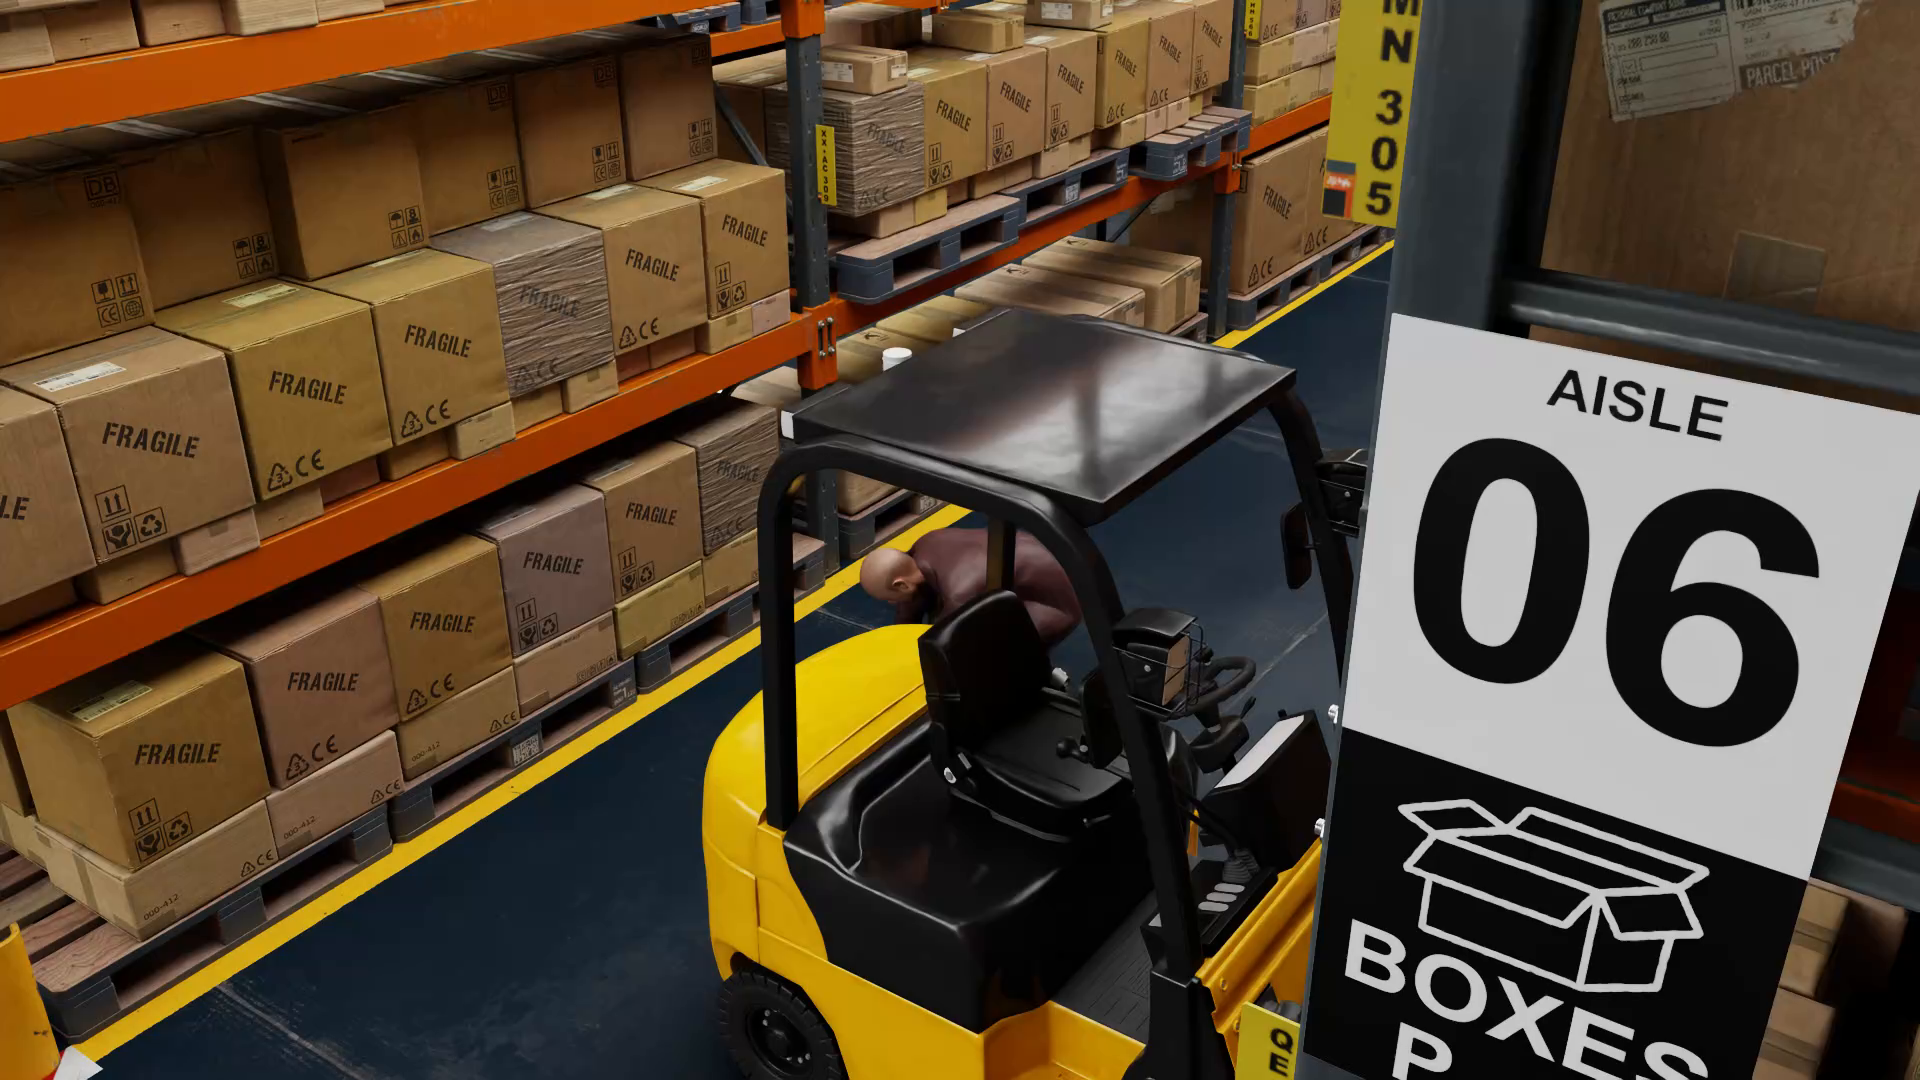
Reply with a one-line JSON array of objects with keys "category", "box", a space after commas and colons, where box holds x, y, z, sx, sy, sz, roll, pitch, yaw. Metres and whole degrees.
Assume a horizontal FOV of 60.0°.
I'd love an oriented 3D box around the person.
[{"category": "person", "box": [0.051, 0.241, 6.536, 0.940, 0.981, 0.617, -9, 28, -18]}]
